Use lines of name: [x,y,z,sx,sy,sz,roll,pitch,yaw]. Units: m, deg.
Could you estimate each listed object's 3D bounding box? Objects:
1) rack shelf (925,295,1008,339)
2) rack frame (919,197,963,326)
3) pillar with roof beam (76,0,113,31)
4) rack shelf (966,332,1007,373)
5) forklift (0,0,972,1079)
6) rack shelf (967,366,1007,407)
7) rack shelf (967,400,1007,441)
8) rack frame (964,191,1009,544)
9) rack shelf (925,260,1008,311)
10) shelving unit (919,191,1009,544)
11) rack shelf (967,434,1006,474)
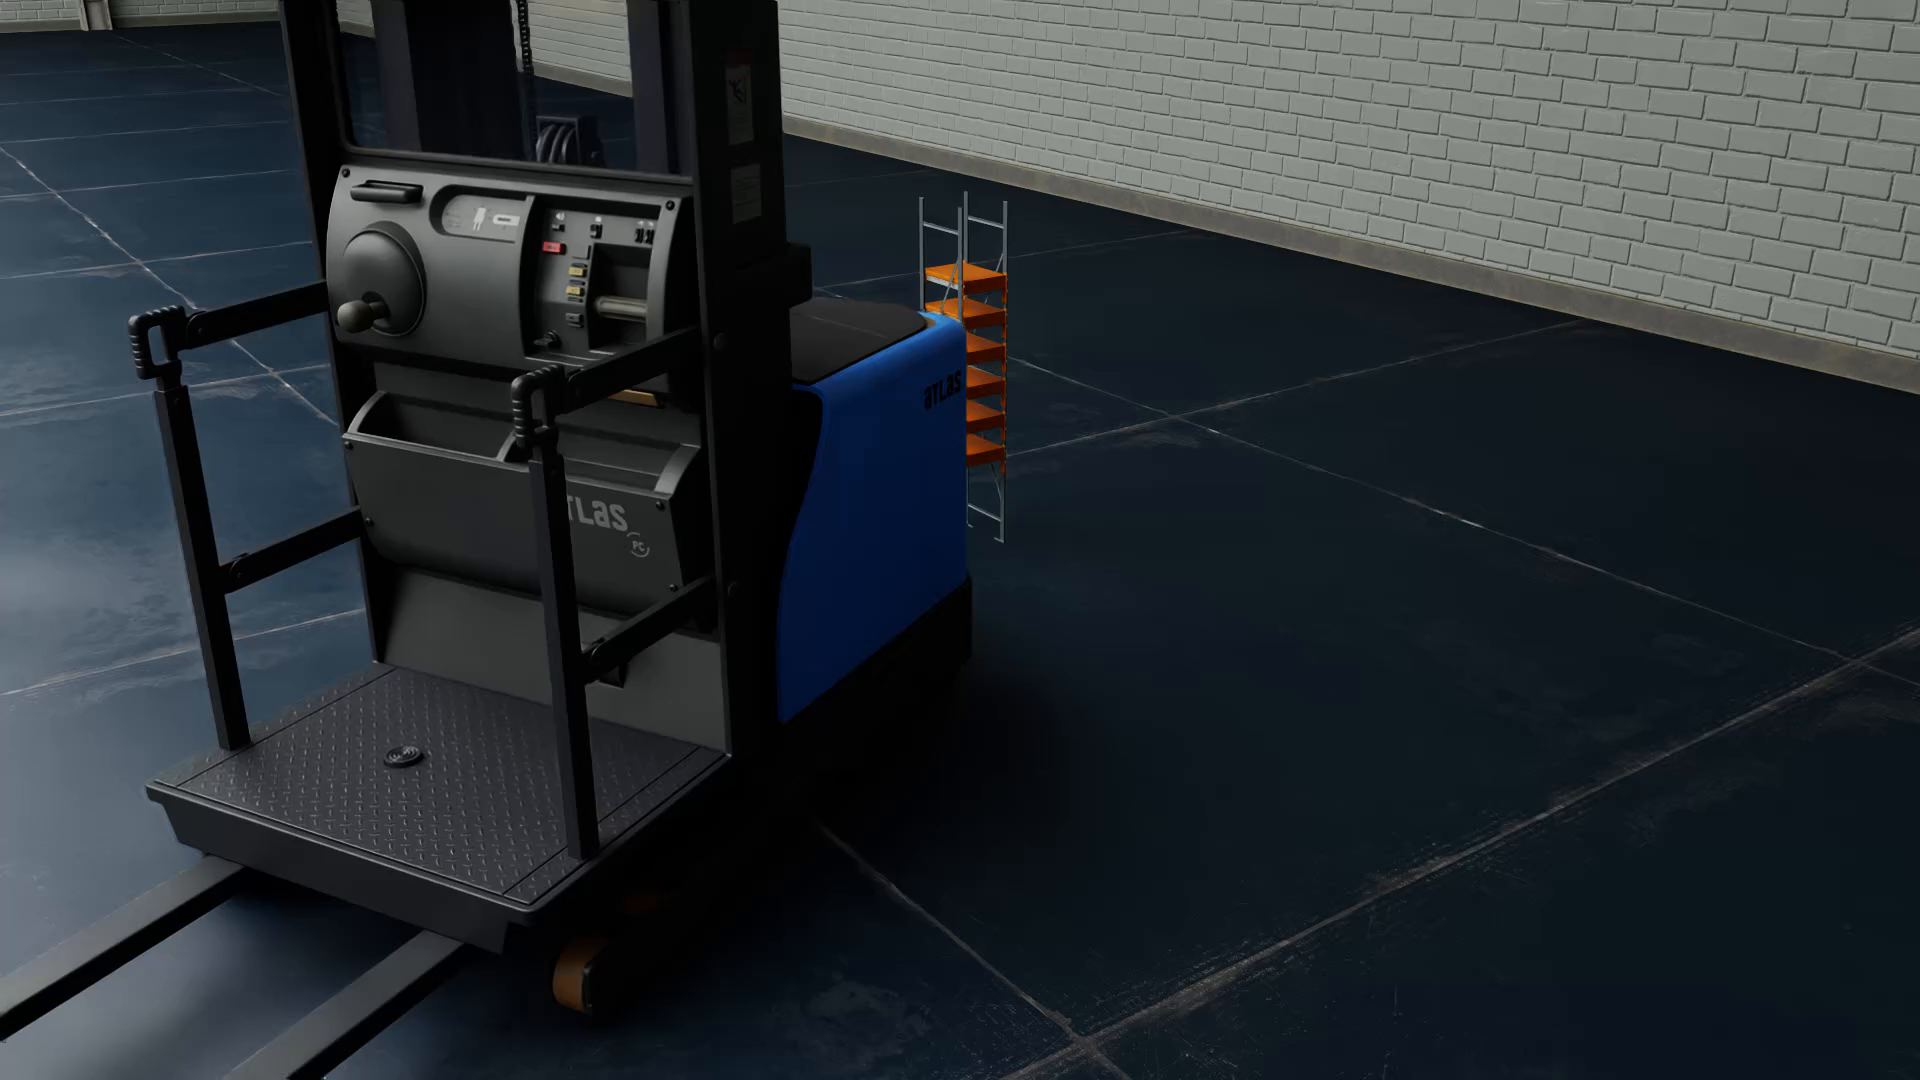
rack shelf: [0.012,-0.742,5.609,0.180,0.103,0.258,-15,26,-33]
rack frame: [-0.063,-0.541,5.632,0.006,1.200,0.240,-15,26,-33]
pillar with roof beam: [-10.757,-10.738,20.663,0.400,9.000,9.100,-15,26,-33]
rack shelf: [0.012,-0.631,5.654,0.180,0.103,0.258,-15,26,-33]
forklift: [-1.080,-0.568,3.365,1.130,2.935,3.031,11,24,25]
rack shelf: [0.012,-0.519,5.698,0.180,0.103,0.258,-15,26,-33]
rack shelf: [0.012,-0.408,5.743,0.180,0.103,0.258,-15,26,-33]
rack frame: [0.086,-0.580,5.731,0.006,1.200,0.240,-15,26,-33]
rack shelf: [0.012,-0.854,5.565,0.180,0.103,0.258,-15,26,-33]
shelving unit: [0.012,-0.560,5.682,0.189,1.200,0.258,-15,26,-33]
rack shelf: [0.012,-0.296,5.787,0.180,0.103,0.258,-15,26,-33]
